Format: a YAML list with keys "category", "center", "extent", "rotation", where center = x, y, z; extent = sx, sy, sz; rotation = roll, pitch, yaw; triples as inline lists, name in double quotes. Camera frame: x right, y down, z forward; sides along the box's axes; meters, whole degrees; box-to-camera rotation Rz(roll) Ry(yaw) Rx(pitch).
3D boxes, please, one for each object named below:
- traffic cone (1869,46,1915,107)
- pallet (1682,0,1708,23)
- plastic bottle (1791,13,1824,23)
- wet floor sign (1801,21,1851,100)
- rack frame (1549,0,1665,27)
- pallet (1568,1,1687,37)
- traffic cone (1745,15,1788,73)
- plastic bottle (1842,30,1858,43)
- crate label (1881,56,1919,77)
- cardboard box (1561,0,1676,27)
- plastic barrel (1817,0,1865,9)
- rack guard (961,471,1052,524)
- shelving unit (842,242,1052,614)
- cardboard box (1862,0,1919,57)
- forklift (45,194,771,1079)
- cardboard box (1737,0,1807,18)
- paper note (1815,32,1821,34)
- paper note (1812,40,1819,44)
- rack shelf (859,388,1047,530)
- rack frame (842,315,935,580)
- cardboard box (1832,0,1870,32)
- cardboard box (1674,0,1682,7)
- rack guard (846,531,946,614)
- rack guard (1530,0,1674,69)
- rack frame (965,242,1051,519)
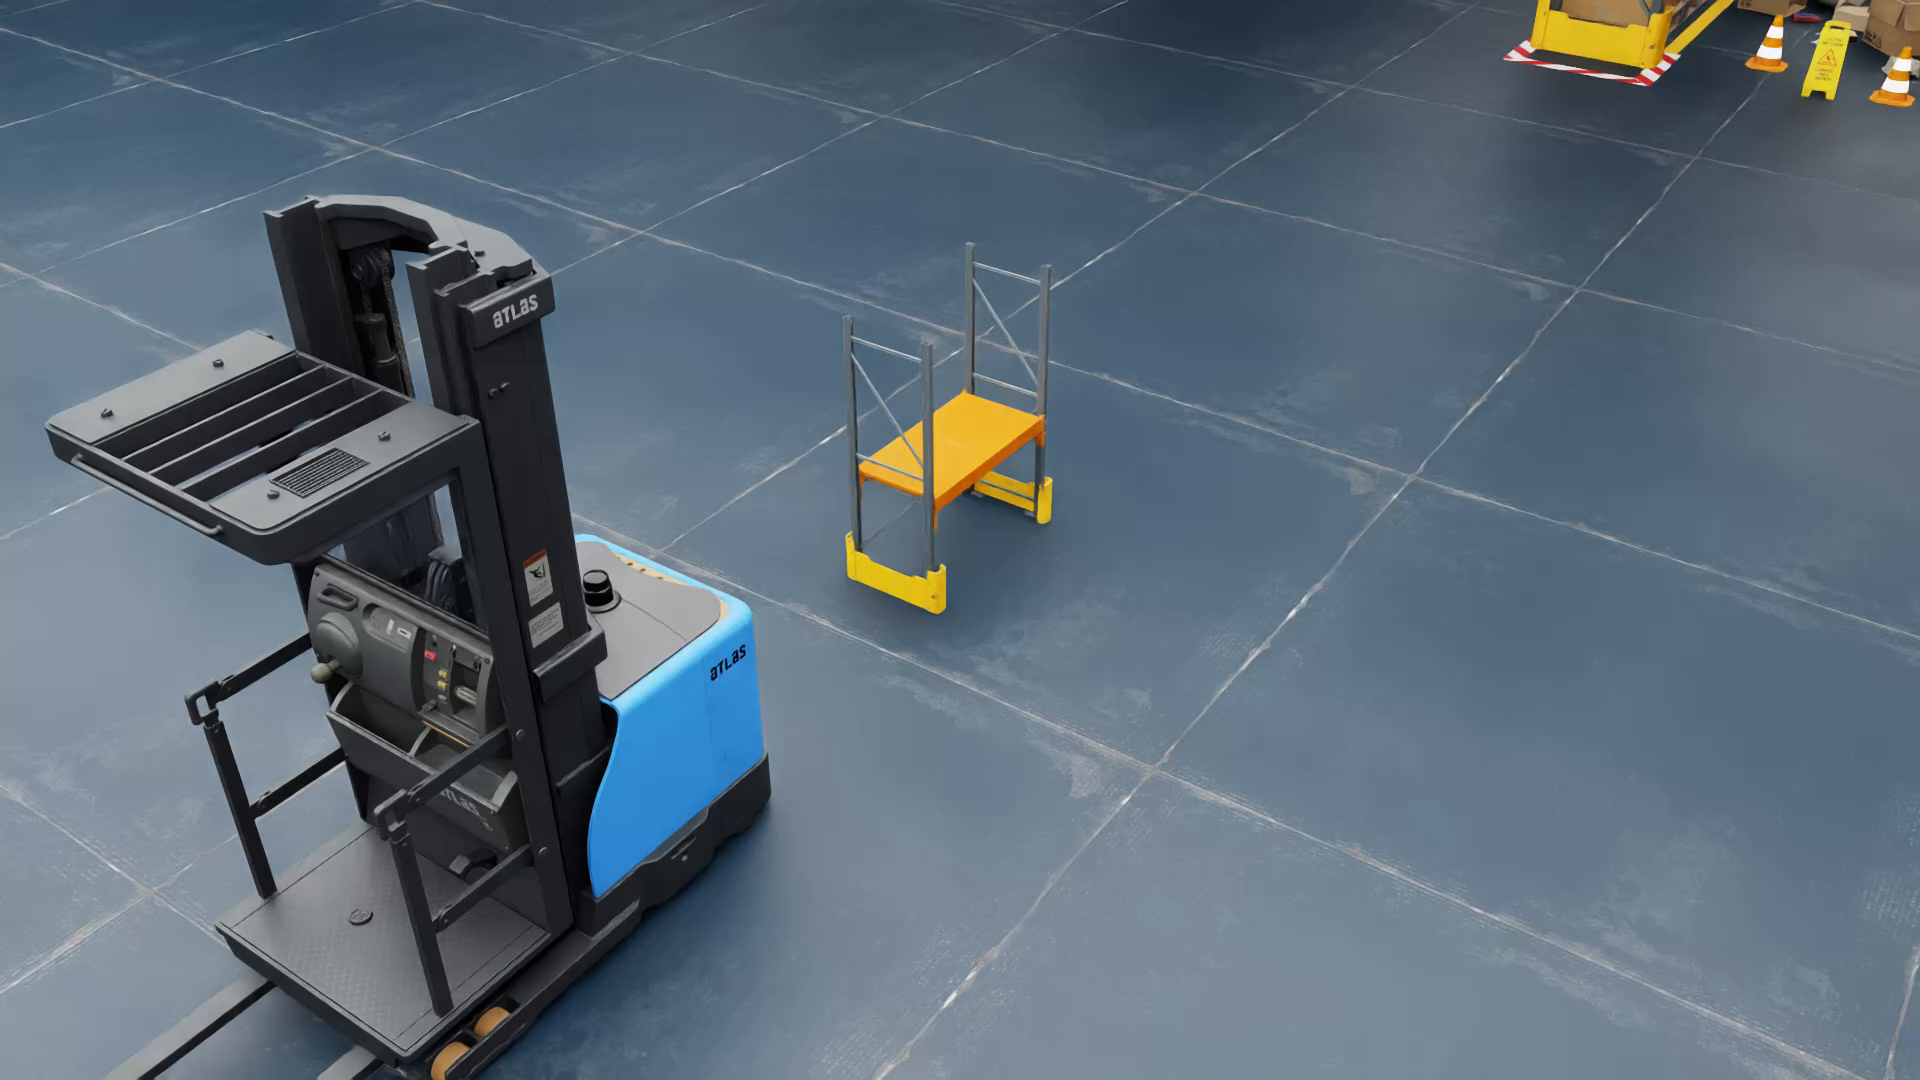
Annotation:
- category: "traffic cone"
  center: [8.223, -4.079, 14.544]
  extent: [0.336, 0.463, 0.334]
  rotation: [21, 39, 28]
- category: "pallet"
  center: [7.107, -5.653, 17.097]
  extent: [1.003, 0.211, 1.213]
  rotation: [21, 39, 28]
- category: "plastic bottle"
  center: [8.443, -5.197, 16.556]
  extent: [0.283, 0.061, 0.133]
  rotation: [8, 35, 12]
- category: "wet floor sign"
  center: [7.630, -4.235, 14.612]
  extent: [0.267, 0.644, 0.232]
  rotation: [14, 37, 20]
- category: "rack frame"
  center: [6.019, -5.856, 14.908]
  extent: [1.000, 3.000, 0.127]
  rotation: [21, 39, 28]
- category: "pallet"
  center: [6.411, -5.094, 16.270]
  extent: [1.003, 0.211, 1.213]
  rotation: [21, 39, 28]
- category: "traffic cone"
  center: [7.489, -4.596, 15.309]
  extent: [0.336, 0.463, 0.334]
  rotation: [21, 39, 28]
- category: "plastic bottle"
  center: [8.595, -4.889, 16.100]
  extent: [0.133, 0.061, 0.283]
  rotation: [8, 35, 12]
- category: "crate label"
  center: [8.621, -4.325, 15.200]
  extent: [0.250, 0.136, 0.298]
  rotation: [3, 34, 4]
- category: "cardboard box"
  center: [6.352, -5.483, 15.878]
  extent: [0.875, 0.875, 0.875]
  rotation: [21, 40, 28]
- category: "plastic barrel"
  center: [8.914, -5.618, 16.855]
  extent: [0.421, 0.421, 0.512]
  rotation: [-9, 35, -13]
- category: "rack guard"
  center: [0.240, -0.298, 9.143]
  extent: [0.587, 0.250, 0.087]
  rotation: [21, 39, 28]
- category: "shelving unit"
  center: [-0.043, -0.586, 8.454]
  extent: [0.587, 1.500, 1.083]
  rotation: [21, 39, 28]
- category: "cardboard box"
  center: [9.065, -4.905, 15.729]
  extent: [0.797, 0.503, 0.637]
  rotation: [-3, 34, -4]
- category: "forklift"
  center: [-2.066, 0.458, 5.631]
  extent: [1.130, 2.935, 3.031]
  rotation: [21, 39, 28]
- category: "cardboard box"
  center: [8.258, -5.620, 16.788]
  extent: [0.500, 0.500, 0.500]
  rotation: [29, 44, 36]
- category: "paper note"
  center: [8.400, -4.948, 16.233]
  extent: [0.123, 0.001, 0.032]
  rotation: [-15, 37, -21]
- category: "paper note"
  center: [8.285, -4.786, 15.977]
  extent: [0.142, 0.017, 0.144]
  rotation: [-22, 40, -29]
- category: "rack shelf"
  center: [-0.049, -0.433, 8.548]
  extent: [0.538, 0.185, 1.000]
  rotation: [21, 39, 28]
- category: "rack frame"
  center: [-0.338, -0.348, 8.101]
  extent: [0.500, 1.500, 0.032]
  rotation: [21, 39, 28]
- category: "cardboard box"
  center: [8.833, -5.185, 16.356]
  extent: [0.396, 0.266, 0.258]
  rotation: [29, 44, 36]
- category: "cardboard box"
  center: [6.852, -5.889, 16.478]
  extent: [0.875, 0.875, 0.875]
  rotation: [21, 39, 27]
- category: "rack guard"
  center: [-0.327, 0.161, 8.465]
  extent: [0.587, 0.250, 0.087]
  rotation: [21, 39, 28]
- category: "rack guard"
  center: [6.006, -4.810, 15.592]
  extent: [1.175, 0.500, 0.348]
  rotation: [21, 39, 28]
- category: "rack frame"
  center: [0.241, -0.816, 8.793]
  extent: [0.500, 1.500, 0.032]
  rotation: [21, 39, 28]
